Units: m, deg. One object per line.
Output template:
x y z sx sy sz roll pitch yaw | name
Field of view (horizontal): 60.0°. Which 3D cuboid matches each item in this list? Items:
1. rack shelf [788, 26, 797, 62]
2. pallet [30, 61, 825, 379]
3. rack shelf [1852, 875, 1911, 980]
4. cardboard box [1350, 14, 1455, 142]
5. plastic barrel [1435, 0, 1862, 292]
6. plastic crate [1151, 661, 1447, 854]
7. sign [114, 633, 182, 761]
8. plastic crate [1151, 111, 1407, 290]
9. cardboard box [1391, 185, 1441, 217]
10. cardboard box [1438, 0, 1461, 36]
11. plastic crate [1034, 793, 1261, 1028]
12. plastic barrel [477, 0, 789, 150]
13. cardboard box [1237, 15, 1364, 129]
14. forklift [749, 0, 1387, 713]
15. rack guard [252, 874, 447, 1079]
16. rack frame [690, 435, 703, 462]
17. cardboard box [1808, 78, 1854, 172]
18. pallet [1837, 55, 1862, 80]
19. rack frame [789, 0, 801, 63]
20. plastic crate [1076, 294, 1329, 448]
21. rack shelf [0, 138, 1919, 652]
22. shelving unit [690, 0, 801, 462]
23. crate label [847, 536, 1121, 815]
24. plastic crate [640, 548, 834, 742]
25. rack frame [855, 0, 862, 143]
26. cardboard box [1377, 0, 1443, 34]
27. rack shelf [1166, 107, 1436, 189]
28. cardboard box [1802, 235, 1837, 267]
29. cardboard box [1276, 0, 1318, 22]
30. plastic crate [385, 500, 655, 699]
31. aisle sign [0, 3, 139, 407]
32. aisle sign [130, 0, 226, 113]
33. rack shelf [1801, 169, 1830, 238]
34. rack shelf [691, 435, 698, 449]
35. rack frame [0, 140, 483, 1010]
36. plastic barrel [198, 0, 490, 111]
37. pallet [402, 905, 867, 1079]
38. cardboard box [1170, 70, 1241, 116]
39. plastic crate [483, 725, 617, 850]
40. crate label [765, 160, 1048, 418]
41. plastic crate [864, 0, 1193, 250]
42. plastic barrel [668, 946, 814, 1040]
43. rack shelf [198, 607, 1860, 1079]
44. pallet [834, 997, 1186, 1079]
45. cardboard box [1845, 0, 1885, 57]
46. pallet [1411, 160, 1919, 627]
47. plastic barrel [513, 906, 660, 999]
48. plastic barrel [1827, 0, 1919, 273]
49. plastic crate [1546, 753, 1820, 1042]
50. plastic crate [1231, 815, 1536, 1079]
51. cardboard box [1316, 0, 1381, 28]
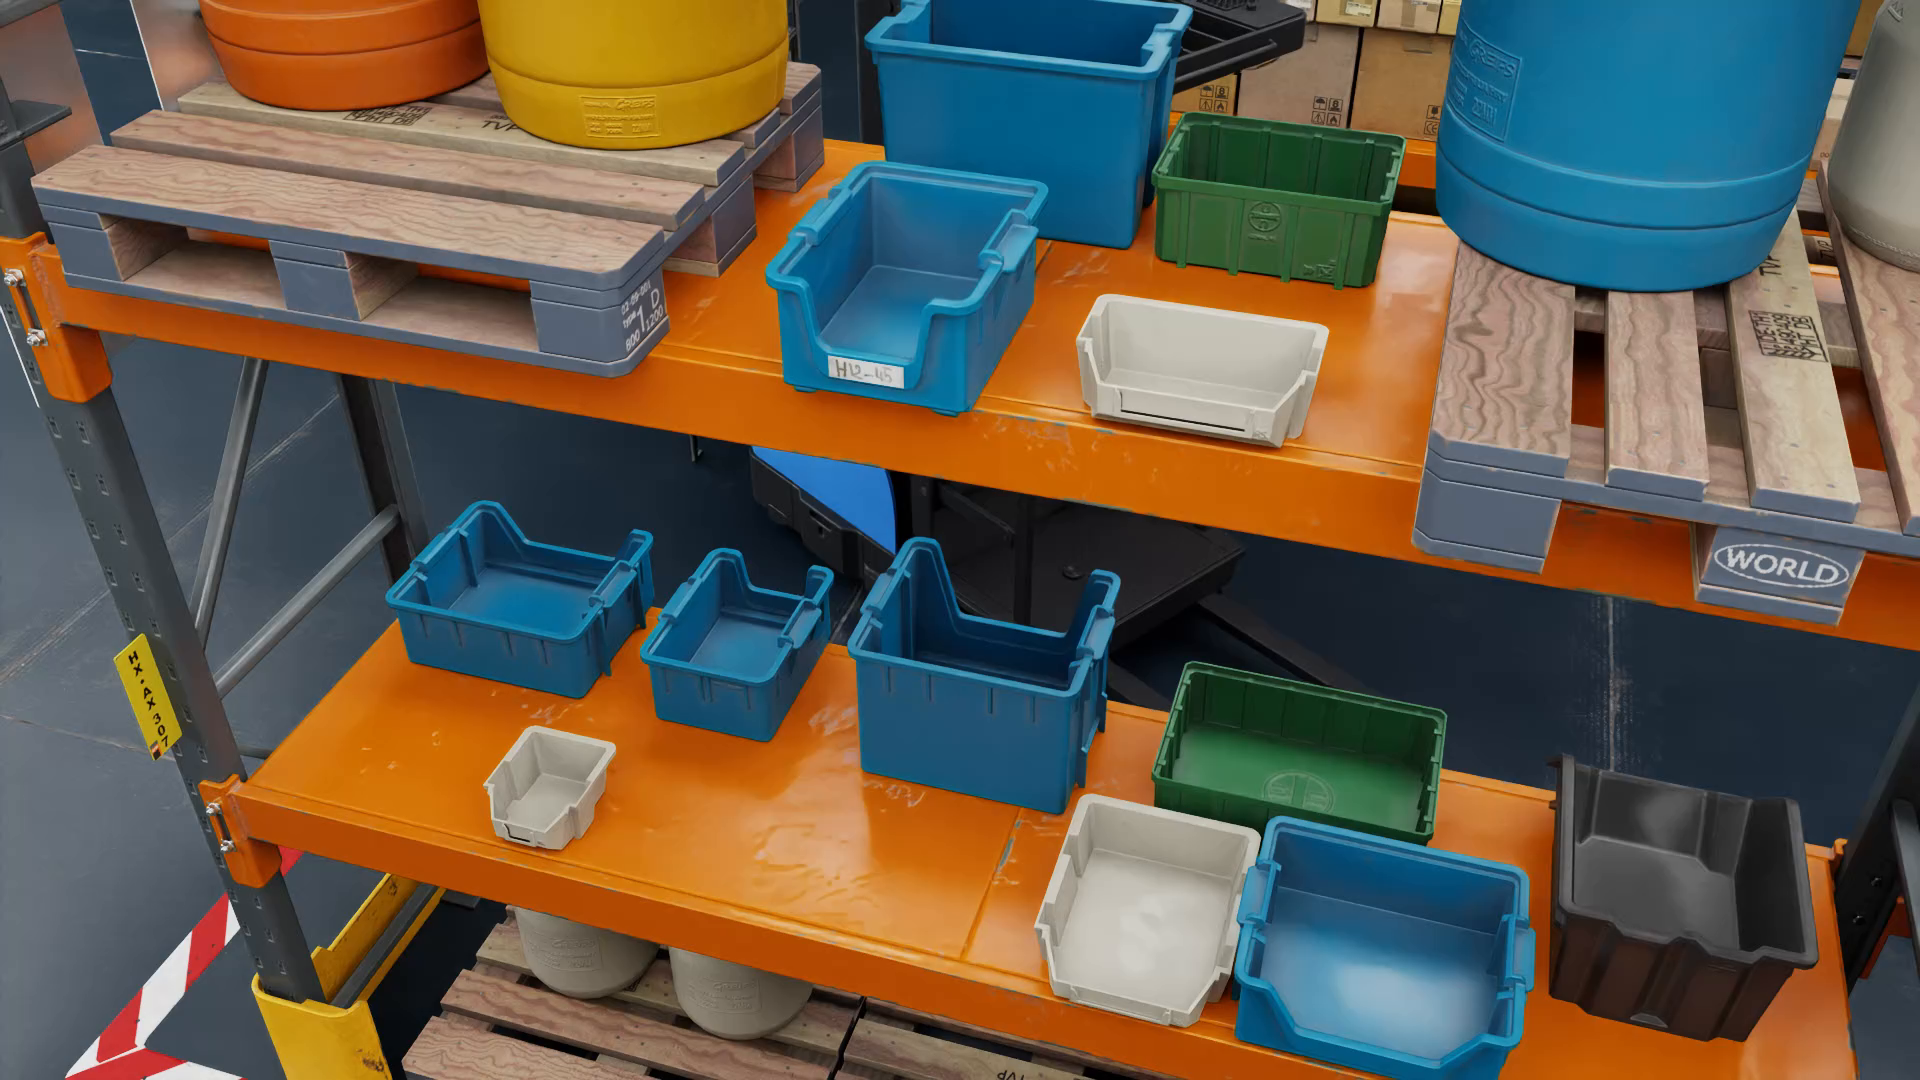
-0.950 -1.839 6.818 0.480 0.518 0.431 9 37 12 | rack shelf
-1.009 -0.752 3.370 1.213 0.211 1.003 10 38 14 | pallet
3.958 1.529 3.249 4.000 0.370 1.077 10 38 14 | rack shelf
2.121 -2.212 7.640 0.500 0.500 0.700 11 38 15 | cardboard box
1.131 -0.930 2.675 0.708 0.901 0.600 10 38 14 | plastic barrel
0.837 0.571 4.122 0.662 0.188 0.450 10 38 14 | plastic crate
-1.938 0.378 3.973 0.005 0.325 0.100 10 38 14 | sign
0.624 -0.670 3.278 0.450 0.188 0.336 10 38 14 | plastic crate
2.069 -1.420 7.981 0.500 0.500 0.500 10 38 14 | cardboard box
2.235 -2.326 7.248 0.250 0.149 0.380 10 38 14 | cardboard box
0.423 0.848 3.790 0.437 0.136 0.530 10 38 14 | plastic crate
-0.643 -1.145 3.231 0.600 0.588 0.600 0 36 0 | plastic barrel
1.631 -2.302 7.762 0.500 0.500 0.700 12 38 15 | cardboard box
0.427 -0.864 5.952 1.130 2.935 3.031 -27 44 -32 | forklift
-1.683 1.172 5.236 0.348 0.500 1.175 10 38 14 | rack guard
-1.186 -1.324 7.277 0.015 2.100 0.400 9 37 12 | rack frame
4.012 -1.794 7.283 0.500 0.250 0.500 13 38 17 | cardboard box
5.746 -3.460 11.773 1.213 0.211 1.003 10 38 14 | pallet
-0.715 -1.248 7.173 0.015 2.100 0.400 9 37 12 | rack frame
0.396 -0.271 2.780 0.396 0.136 0.243 10 38 14 | plastic crate
0.140 -0.386 3.321 4.000 0.370 1.077 10 38 14 | rack shelf
-0.950 -1.286 7.225 0.503 2.100 0.431 9 37 12 | shelving unit
0.068 0.337 4.232 0.616 0.435 0.502 10 38 14 | crate label
-0.584 0.276 4.470 0.408 0.251 0.499 10 38 14 | plastic crate
-0.289 -2.623 8.284 0.127 3.000 1.000 10 38 14 | rack frame
1.994 -2.370 7.308 0.250 0.149 0.380 12 38 15 | cardboard box
1.620 -1.980 8.017 4.000 0.370 1.077 10 38 14 | rack shelf
4.001 -1.295 7.971 0.500 0.311 0.500 10 38 14 | cardboard box
1.488 -2.461 7.432 0.250 0.149 0.380 11 38 14 | cardboard box
-1.202 0.158 4.631 0.616 0.251 0.499 10 38 14 | plastic crate
-1.925 -0.715 3.498 0.004 0.787 0.394 10 38 14 | aisle sign
-1.750 -1.049 3.952 0.004 0.787 0.394 10 38 14 | aisle sign
5.438 -1.273 7.056 4.000 0.370 1.077 10 38 14 | rack shelf
-0.950 -0.711 7.648 0.480 0.518 0.431 9 37 12 | rack shelf
-1.769 0.179 4.477 0.127 3.000 1.000 10 38 14 | rack frame
-1.268 -1.358 3.317 0.708 0.830 0.600 10 38 14 | plastic barrel
-0.909 1.435 5.122 1.213 0.211 1.003 10 38 14 | pallet
1.128 -2.393 7.886 0.500 0.500 0.700 11 38 14 | cardboard box
-1.011 0.625 4.093 0.250 0.136 0.298 10 38 14 | plastic crate
-0.081 -0.452 2.928 0.408 0.251 0.502 10 38 14 | crate label
0.141 -0.856 3.366 0.575 0.384 0.392 10 38 14 | plastic crate
-0.640 1.173 4.870 0.421 0.512 0.421 0 36 0 | plastic barrel
0.140 0.822 4.210 4.000 0.370 1.077 10 38 14 | rack shelf
0.252 1.652 4.828 1.213 0.211 1.003 10 38 14 | pallet
6.218 -3.707 11.493 0.500 0.500 0.700 10 37 13 | cardboard box
1.331 -0.319 2.781 1.003 0.211 1.213 10 38 14 | pallet
-1.118 1.085 4.990 0.421 0.512 0.421 0 36 0 | plastic barrel
1.696 -0.724 2.724 0.421 0.512 0.421 0 36 0 | plastic barrel
1.587 0.746 3.758 0.504 0.338 0.767 10 38 14 | plastic crate
0.911 0.904 3.617 0.616 0.251 0.499 10 38 14 | plastic crate
1.740 -2.415 7.369 0.250 0.149 0.380 12 38 15 | cardboard box
